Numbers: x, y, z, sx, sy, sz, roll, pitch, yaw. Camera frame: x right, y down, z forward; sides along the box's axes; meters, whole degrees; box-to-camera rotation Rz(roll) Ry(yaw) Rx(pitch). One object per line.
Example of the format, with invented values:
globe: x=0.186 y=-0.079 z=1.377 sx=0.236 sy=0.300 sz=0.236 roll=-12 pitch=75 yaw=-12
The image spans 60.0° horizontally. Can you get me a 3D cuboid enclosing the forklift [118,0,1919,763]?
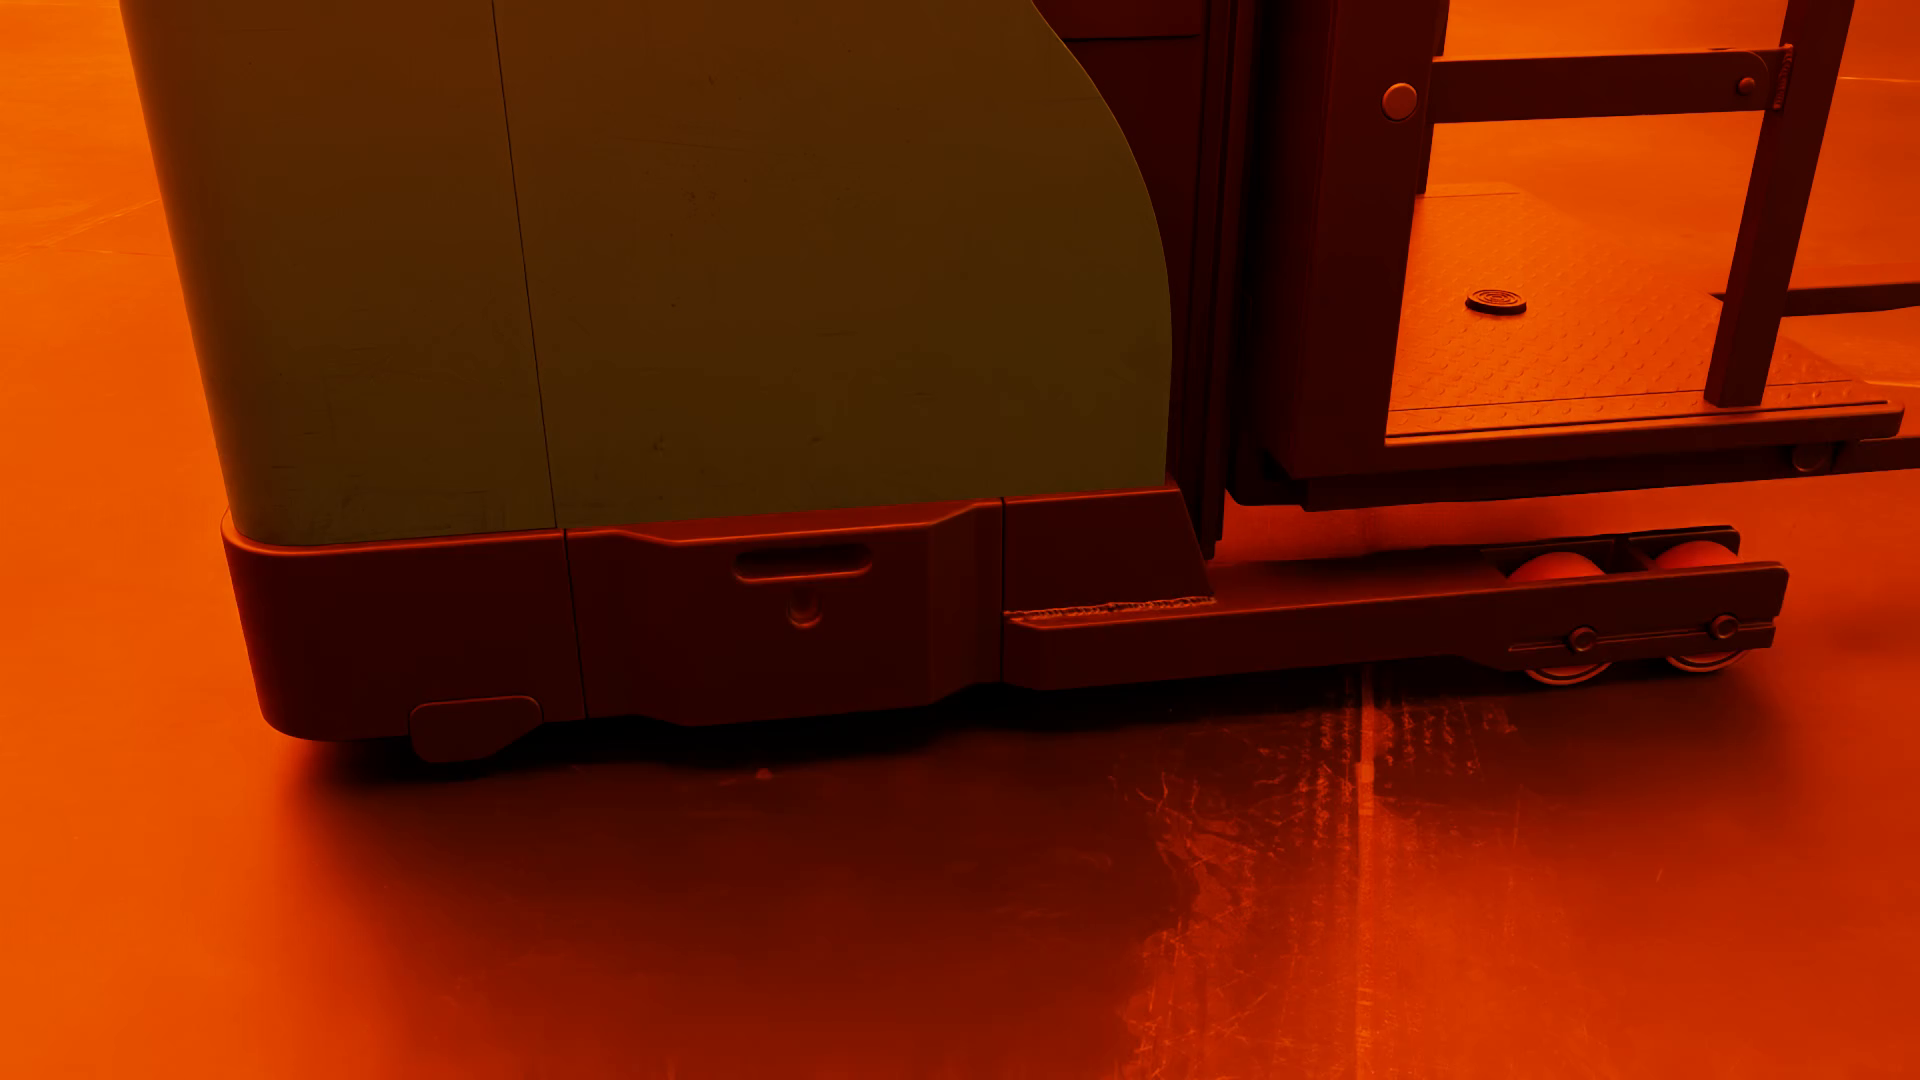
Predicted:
forklift: x=0.600 y=-1.354 z=1.930 sx=3.031 sy=2.935 sz=1.130 roll=-4 pitch=27 yaw=-9
